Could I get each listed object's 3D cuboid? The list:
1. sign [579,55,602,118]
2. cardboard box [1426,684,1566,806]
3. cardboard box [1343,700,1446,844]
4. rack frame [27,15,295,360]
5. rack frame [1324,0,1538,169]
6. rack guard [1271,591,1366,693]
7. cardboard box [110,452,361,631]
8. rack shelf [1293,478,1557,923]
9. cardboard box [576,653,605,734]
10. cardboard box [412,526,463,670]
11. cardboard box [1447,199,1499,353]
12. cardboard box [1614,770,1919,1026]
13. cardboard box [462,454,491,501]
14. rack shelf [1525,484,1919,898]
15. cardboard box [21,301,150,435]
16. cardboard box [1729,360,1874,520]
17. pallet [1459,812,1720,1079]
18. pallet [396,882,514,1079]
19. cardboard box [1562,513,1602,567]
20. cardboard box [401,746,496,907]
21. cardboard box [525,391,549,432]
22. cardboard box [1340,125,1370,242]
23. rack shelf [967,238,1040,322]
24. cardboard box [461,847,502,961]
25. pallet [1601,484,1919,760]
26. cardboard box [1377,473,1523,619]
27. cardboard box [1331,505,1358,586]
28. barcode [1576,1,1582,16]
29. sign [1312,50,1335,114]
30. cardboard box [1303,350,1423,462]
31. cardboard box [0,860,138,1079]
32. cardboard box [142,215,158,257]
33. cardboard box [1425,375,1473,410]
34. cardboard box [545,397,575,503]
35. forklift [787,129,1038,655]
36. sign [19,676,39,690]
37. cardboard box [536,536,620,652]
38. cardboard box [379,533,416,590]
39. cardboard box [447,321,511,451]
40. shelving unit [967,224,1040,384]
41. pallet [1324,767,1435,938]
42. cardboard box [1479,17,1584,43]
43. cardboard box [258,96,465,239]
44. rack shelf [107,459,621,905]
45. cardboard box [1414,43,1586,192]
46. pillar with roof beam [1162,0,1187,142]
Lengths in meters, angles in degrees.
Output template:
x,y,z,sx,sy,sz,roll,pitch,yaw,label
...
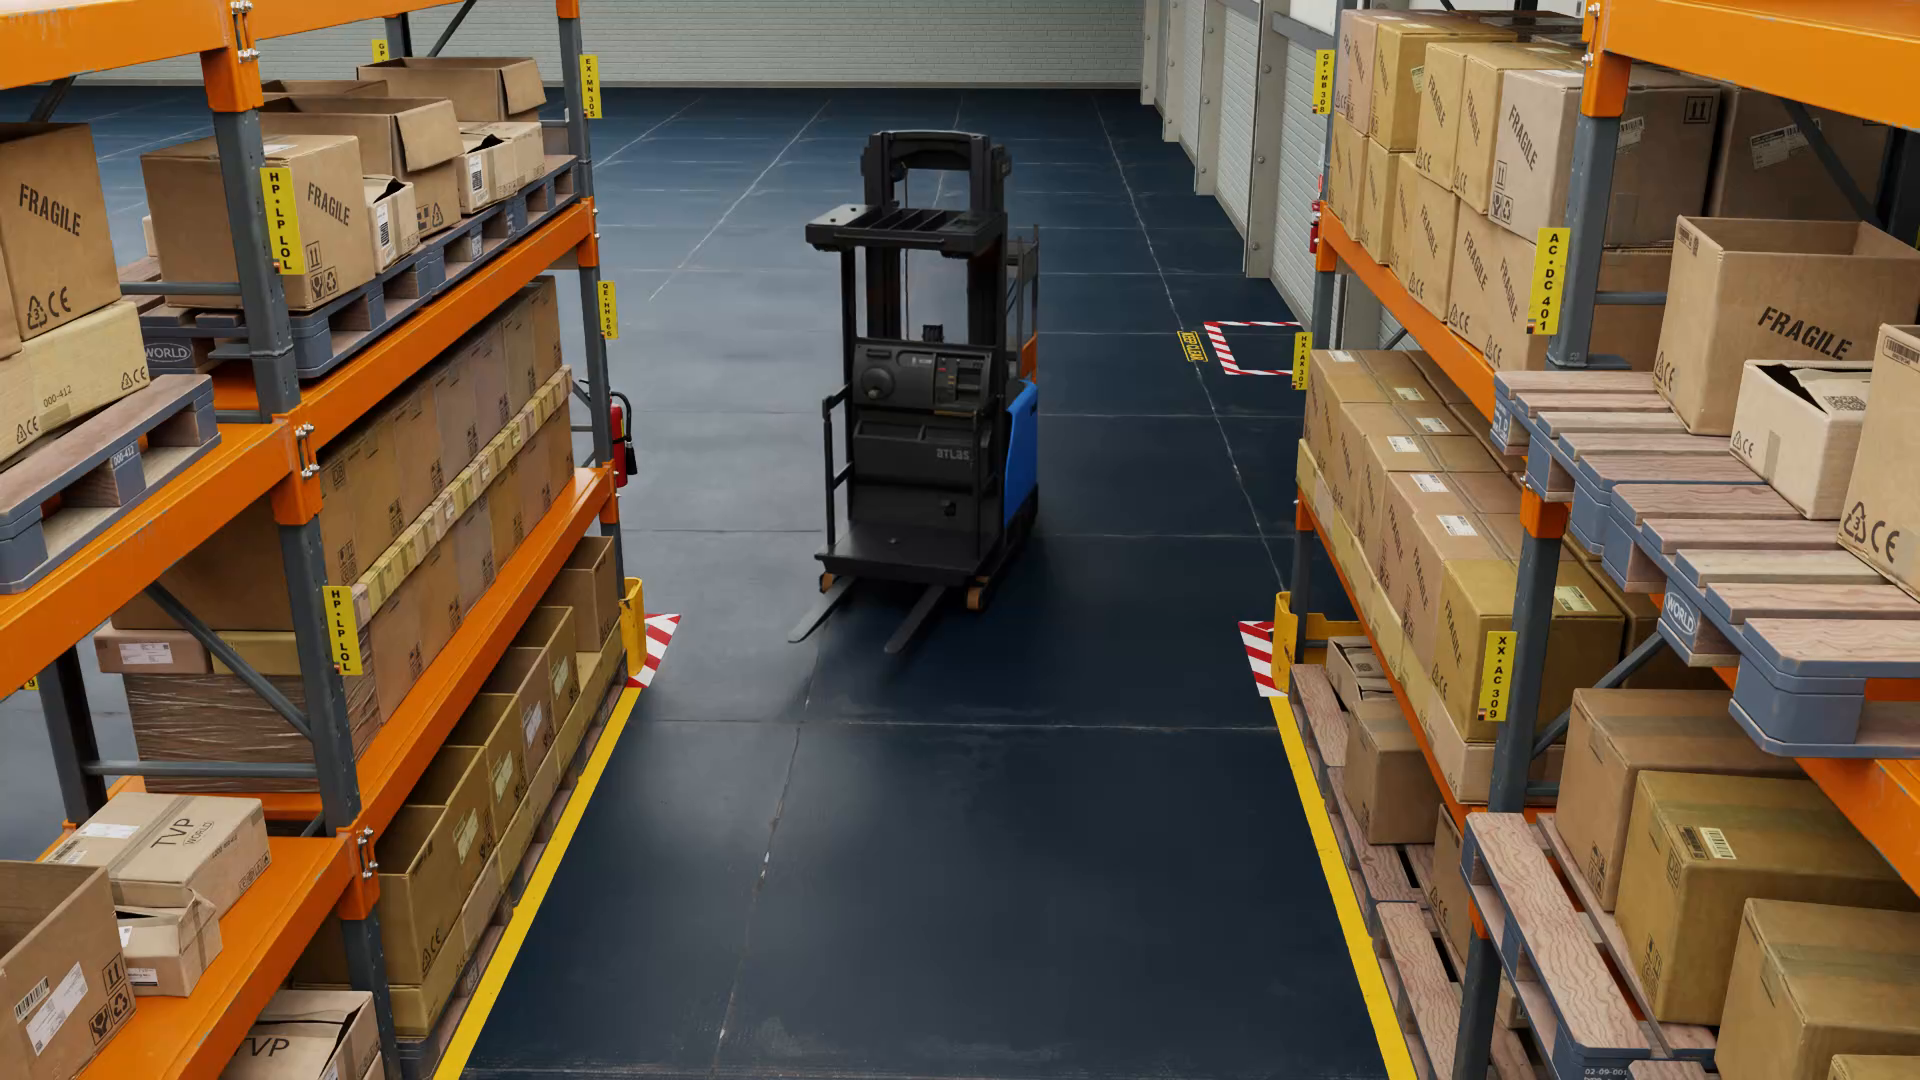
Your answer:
x,y,z,sx,sy,sz,roll,pitch,yaw,label
-1.961,-2.403,8.813,0.100,0.325,0.005,1,21,2,sign
2.039,0.746,6.139,0.500,0.250,0.500,1,21,2,cardboard box
2.248,1.094,7.910,0.700,0.500,0.500,-1,21,-2,cardboard box
-2.624,-1.990,4.717,1.000,3.000,0.127,1,21,2,rack frame
2.449,-3.383,8.308,1.000,3.000,0.127,1,21,2,rack frame
2.446,0.607,9.774,1.175,0.500,0.348,1,21,2,rack guard
-2.617,-0.005,5.963,0.700,0.500,0.500,1,21,2,cardboard box
2.388,0.472,7.659,1.077,0.370,4.000,1,21,2,rack shelf
-2.227,0.825,8.977,0.500,0.250,0.500,1,21,2,cardboard box
-2.588,0.228,7.157,0.700,0.500,0.500,1,21,2,cardboard box
2.124,-0.962,6.050,0.500,0.500,0.500,-1,21,-3,cardboard box
2.253,0.994,4.574,0.700,0.500,0.500,3,21,7,cardboard box
-2.369,-0.287,7.587,0.380,0.149,0.250,0,21,1,cardboard box
2.266,0.520,3.389,1.077,0.370,4.000,1,21,2,rack shelf
-2.653,-0.495,4.637,0.500,0.250,0.500,3,21,7,cardboard box
2.212,-0.273,3.982,0.500,0.311,0.500,1,21,3,cardboard box
2.158,1.224,4.992,1.003,0.211,1.213,1,21,2,pallet
-2.558,1.820,7.047,1.003,0.211,1.213,1,21,2,pallet
2.570,0.217,6.467,0.500,0.500,0.500,1,21,1,cardboard box
-2.290,1.198,6.977,0.500,0.500,0.500,1,21,2,cardboard box
-2.338,-0.661,8.551,0.380,0.149,0.250,0,21,1,cardboard box
2.137,-1.728,8.024,0.500,0.500,0.500,2,21,5,cardboard box
0.318,-1.912,12.158,0.431,0.518,0.480,6,22,14,rack shelf
-2.287,1.548,7.113,0.500,0.250,0.500,1,21,2,cardboard box
2.173,0.146,3.618,1.213,0.211,1.003,1,21,2,pallet
2.068,0.034,6.937,0.500,0.500,0.500,0,21,0,cardboard box
2.094,0.019,8.012,0.500,0.250,0.500,0,21,1,cardboard box
2.927,-2.515,7.867,0.001,0.075,0.075,1,21,2,barcode
1.906,-2.398,8.707,0.100,0.325,0.005,1,21,2,sign
2.134,-0.706,8.844,0.500,0.500,0.500,1,21,2,cardboard box
-2.680,1.228,4.578,0.500,0.500,0.500,2,21,6,cardboard box
-2.861,-1.174,6.336,0.380,0.149,0.250,1,21,2,cardboard box
2.622,-0.520,8.367,0.500,0.500,0.500,1,21,2,cardboard box
-2.530,-0.517,9.077,0.700,0.500,0.500,1,21,2,cardboard box
-0.303,-1.054,10.693,1.130,2.935,3.031,6,22,14,forklift
-3.179,0.361,5.646,0.100,0.325,0.005,1,21,2,sign
-2.222,0.294,9.307,0.500,0.500,0.500,1,21,2,cardboard box
-2.402,0.084,6.631,0.380,0.149,0.250,0,21,1,cardboard box
-2.556,-0.730,7.833,0.700,0.500,0.500,1,21,2,cardboard box
0.318,-1.273,12.406,0.431,2.100,0.503,6,22,14,shelving unit
2.347,1.475,7.936,1.003,0.211,1.213,1,21,2,pallet
2.691,-2.150,7.730,0.500,0.500,0.500,2,21,5,cardboard box
-2.448,-1.495,6.671,0.797,0.503,0.637,3,21,8,cardboard box
-2.564,0.419,7.796,1.077,0.370,4.000,1,21,2,rack shelf
2.083,-1.632,6.393,0.500,0.500,0.500,0,21,0,cardboard box
-0.281,-11.845,30.117,9.100,9.000,0.400,1,21,2,pillar with roof beam
